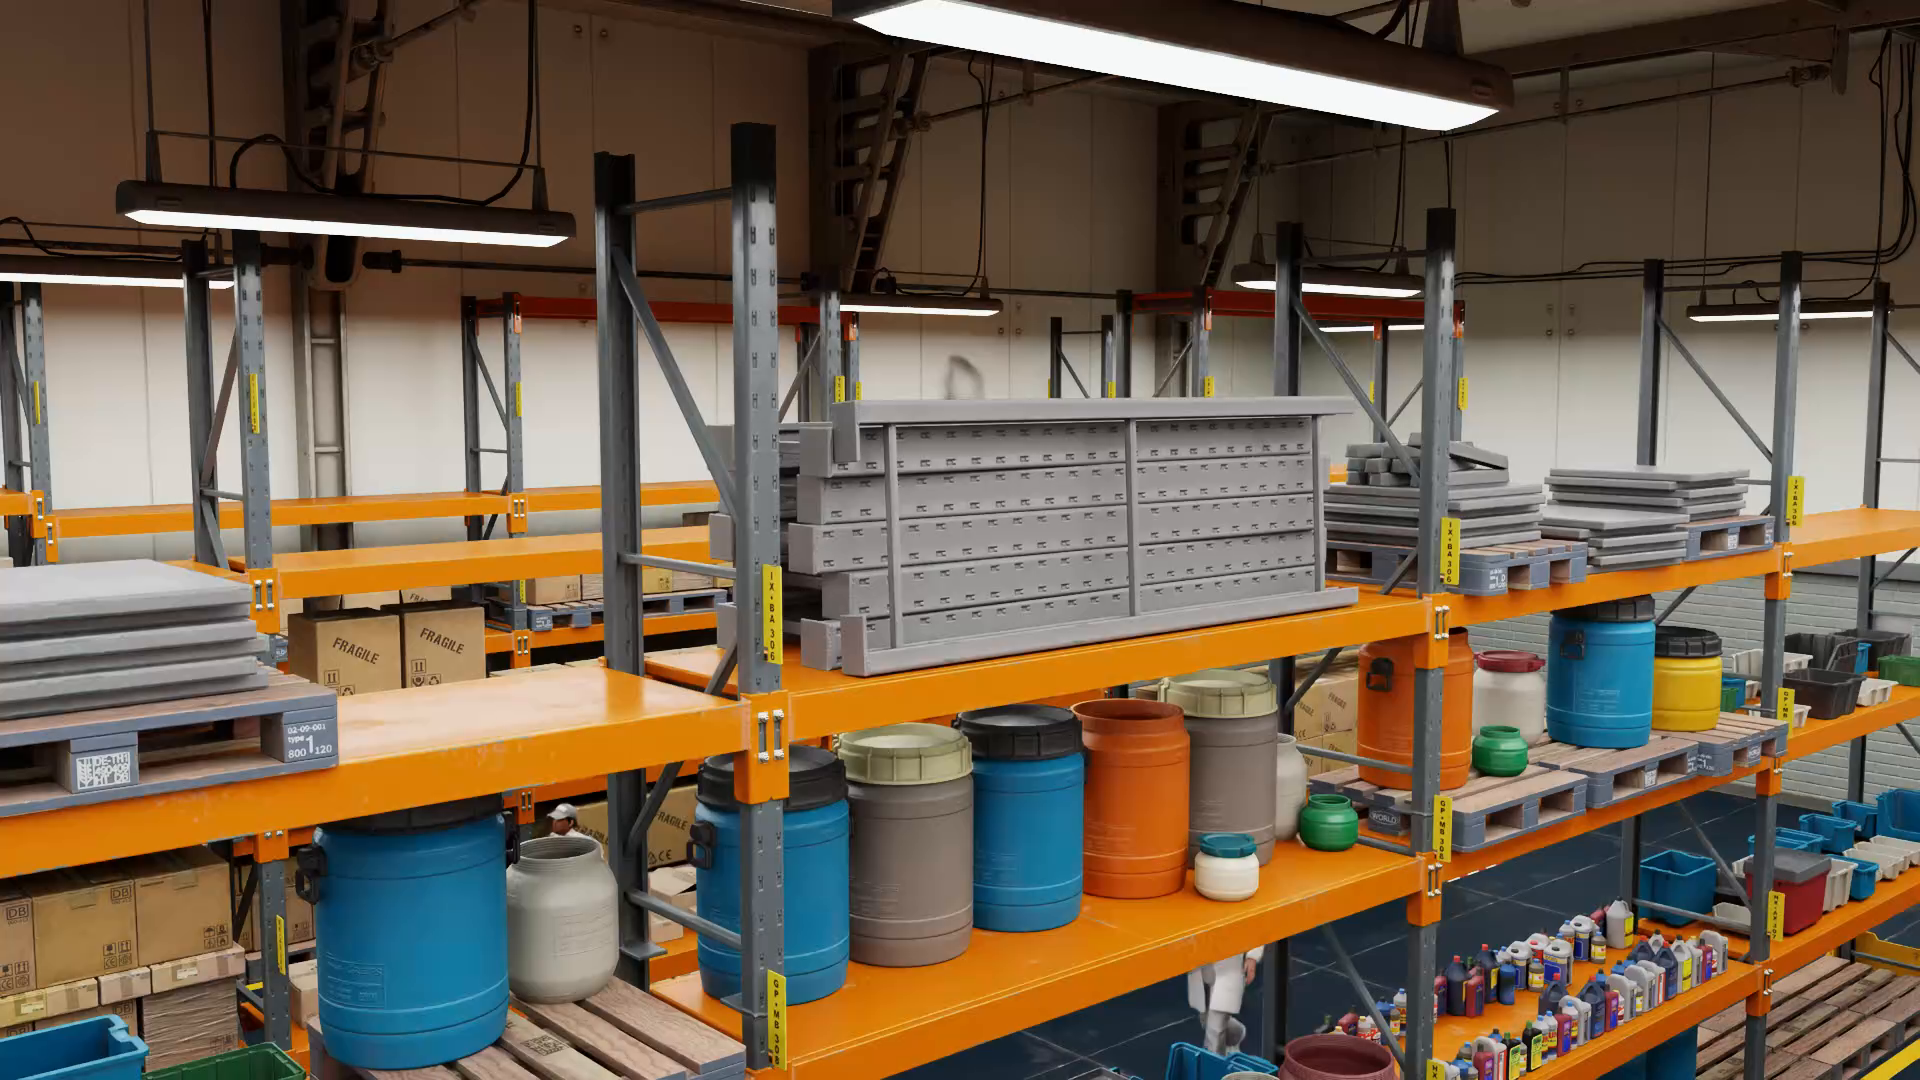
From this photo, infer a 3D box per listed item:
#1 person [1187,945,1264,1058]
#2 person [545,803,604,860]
[{"bbox_3d":[1.869,3.147,12.013,0.692,1.778,0.961,4,7,36],"label":"person"},{"bbox_3d":[-3.368,3.030,13.946,0.555,1.638,0.576,5,7,40],"label":"person"}]
